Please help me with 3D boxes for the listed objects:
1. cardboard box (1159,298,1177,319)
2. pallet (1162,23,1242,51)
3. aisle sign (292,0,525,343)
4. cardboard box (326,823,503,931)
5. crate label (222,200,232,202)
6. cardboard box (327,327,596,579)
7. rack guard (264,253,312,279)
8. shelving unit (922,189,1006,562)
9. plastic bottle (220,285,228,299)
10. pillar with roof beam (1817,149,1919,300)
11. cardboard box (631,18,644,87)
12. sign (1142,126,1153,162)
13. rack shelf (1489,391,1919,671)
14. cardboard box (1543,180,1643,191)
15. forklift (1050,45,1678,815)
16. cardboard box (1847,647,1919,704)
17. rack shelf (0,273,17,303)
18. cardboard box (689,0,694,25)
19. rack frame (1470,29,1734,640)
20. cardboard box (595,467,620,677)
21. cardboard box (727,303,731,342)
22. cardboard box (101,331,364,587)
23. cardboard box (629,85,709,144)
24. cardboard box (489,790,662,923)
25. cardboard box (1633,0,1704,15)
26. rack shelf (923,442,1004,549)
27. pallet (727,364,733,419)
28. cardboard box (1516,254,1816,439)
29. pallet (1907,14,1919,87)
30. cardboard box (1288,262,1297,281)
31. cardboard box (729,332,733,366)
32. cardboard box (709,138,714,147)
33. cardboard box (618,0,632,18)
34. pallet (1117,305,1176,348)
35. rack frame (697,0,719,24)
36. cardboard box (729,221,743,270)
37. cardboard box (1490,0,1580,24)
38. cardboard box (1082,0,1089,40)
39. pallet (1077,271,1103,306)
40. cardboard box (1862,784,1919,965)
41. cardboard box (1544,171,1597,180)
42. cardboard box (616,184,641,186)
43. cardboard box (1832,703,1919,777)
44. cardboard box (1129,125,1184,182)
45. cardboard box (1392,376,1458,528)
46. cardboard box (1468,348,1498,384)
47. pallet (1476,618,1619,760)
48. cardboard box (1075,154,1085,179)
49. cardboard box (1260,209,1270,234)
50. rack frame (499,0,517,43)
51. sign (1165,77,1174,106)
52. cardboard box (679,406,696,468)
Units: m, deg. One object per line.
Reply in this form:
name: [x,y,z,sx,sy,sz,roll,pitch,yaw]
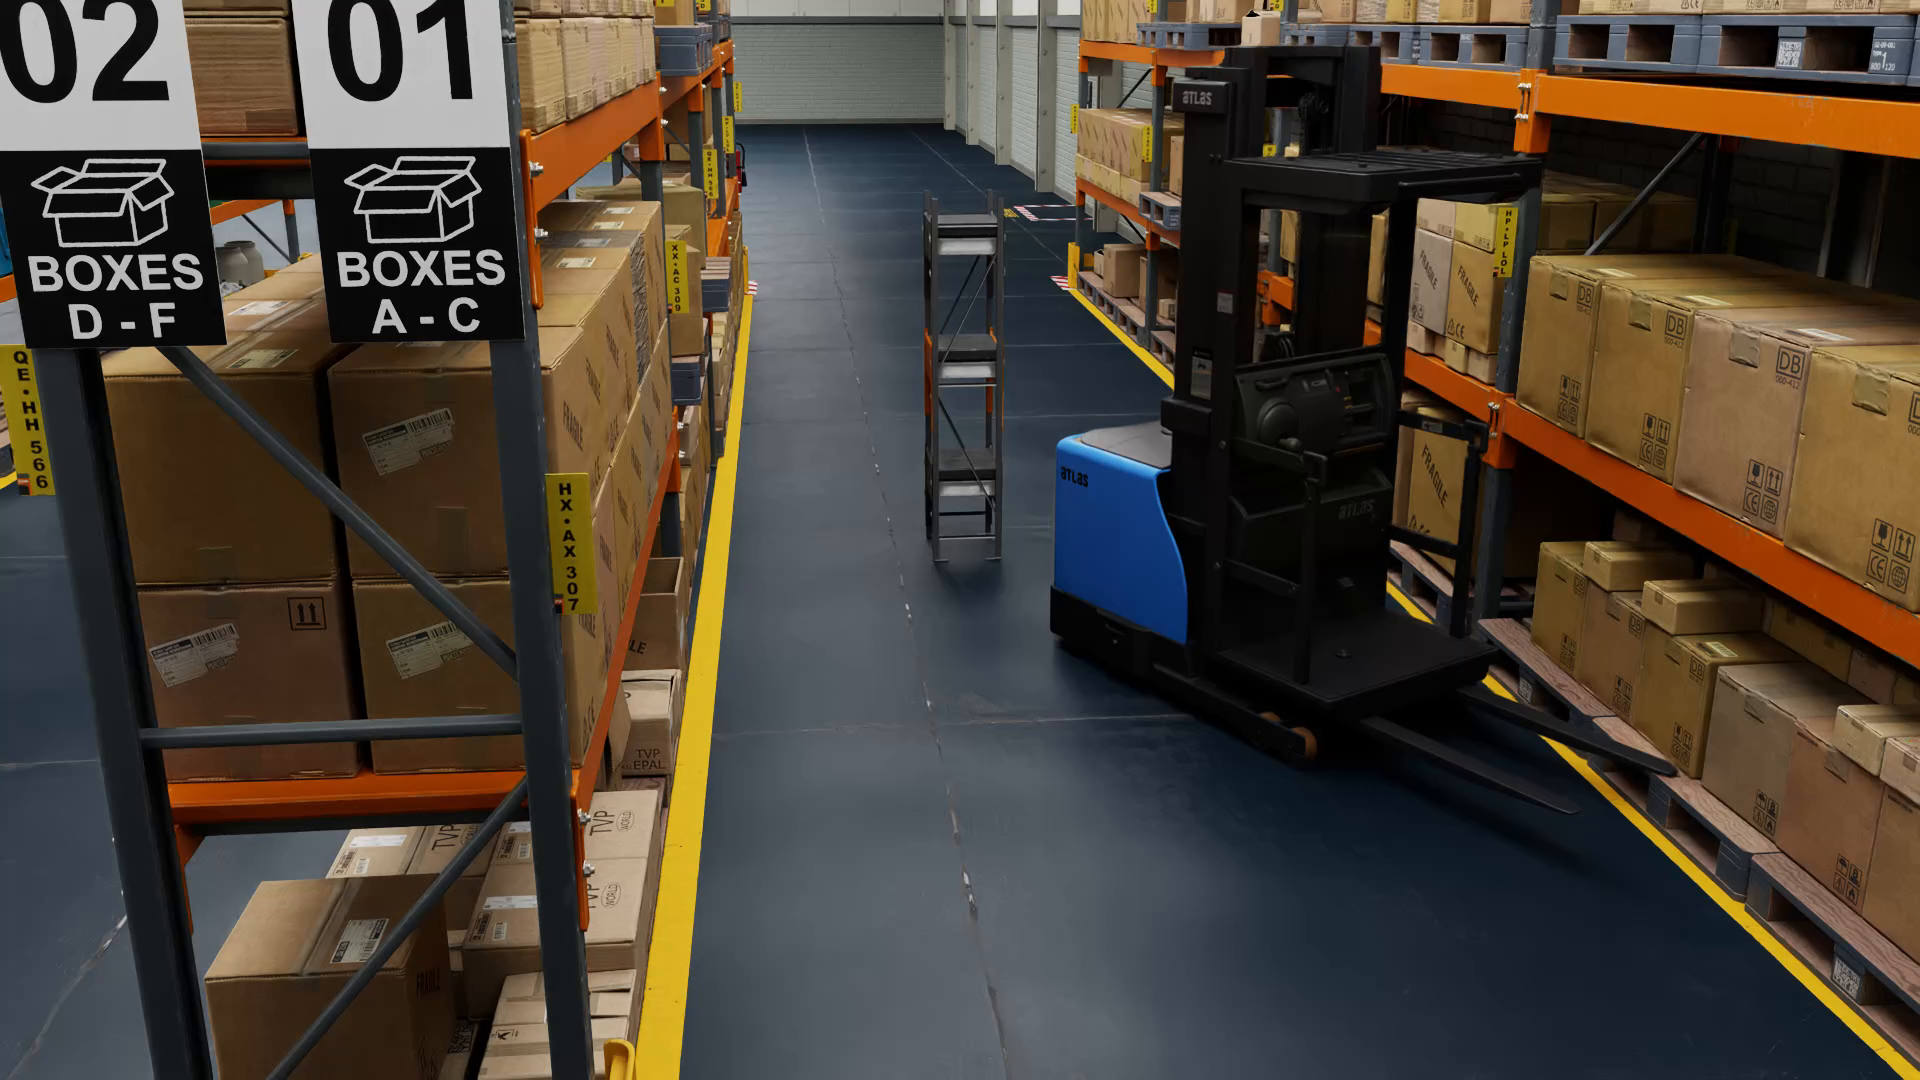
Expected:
cardboard box: [2.200,-2.306,16.509,0.380,0.166,0.250,-4,18,-13]
pallet: [2.352,-4.134,13.644,1.213,0.211,1.003,-2,18,-6]
aisle sign: [-1.105,-0.789,3.341,0.394,0.787,0.004,-2,18,-6]
cardboard box: [-1.774,1.104,5.509,0.500,0.250,0.500,-2,18,-6]
crate label: [-7.523,-3.652,16.741,0.502,0.435,0.616,-2,18,-6]
cardboard box: [-1.188,-0.225,4.049,0.500,0.500,0.500,-1,17,-4]
rack guard: [-7.927,-2.961,18.774,1.175,0.500,0.348,-2,18,-6]
shelving unit: [0.017,-0.952,9.705,0.431,2.100,0.503,-2,18,-6]
plastic bottle: [-7.303,-2.365,16.391,0.144,0.351,0.185,-2,18,-6]
pillar with roof beam: [-0.240,-3.453,6.152,9.100,9.000,0.400,-2,18,-6]
cardboard box: [-1.461,-1.825,6.225,0.500,0.250,0.500,-2,18,-6]
sign: [1.746,-3.683,15.455,0.100,0.325,0.005,-2,18,-6]
rack shelf: [3.316,0.034,6.263,1.077,0.370,4.000,-2,18,-6]
cardboard box: [3.261,-1.763,8.837,0.500,0.250,0.500,-2,17,-5]
forklift: [1.702,-0.597,7.184,1.130,2.935,3.031,-12,21,-32]
cardboard box: [3.457,0.493,5.987,0.380,0.149,0.250,-2,17,-5]
rack shelf: [-7.363,-2.044,12.880,1.077,0.370,4.000,-2,18,-6]
cardboard box: [-2.151,-3.293,10.484,0.910,0.500,0.500,-2,18,-6]
rack frame: [3.110,-0.906,8.054,1.000,3.000,0.127,-2,18,-6]
cardboard box: [-1.246,0.099,4.688,0.500,0.500,0.500,-2,18,-6]
cardboard box: [-2.206,-1.876,14.097,0.500,0.311,0.500,-2,18,-6]
cardboard box: [-1.724,-0.209,3.997,0.500,0.500,0.500,-2,18,-6]
cardboard box: [-2.694,-3.934,15.366,0.700,0.500,0.500,-2,18,-5]
cardboard box: [-1.282,1.074,5.606,0.500,0.250,0.500,-2,18,-6]
cardboard box: [2.957,-2.147,6.382,0.500,0.250,0.500,-2,18,-7]
rack shelf: [0.017,-0.272,9.919,0.431,0.518,0.480,-2,18,-6]
pallet: [-2.398,-1.222,13.717,1.003,0.211,1.213,-2,18,-6]
cardboard box: [3.150,-0.887,7.492,0.980,0.700,0.700,-2,17,-5]
pallet: [3.435,-1.323,4.525,1.003,0.211,1.213,-2,18,-6]
cardboard box: [2.501,-1.882,11.549,0.380,0.149,0.250,-2,18,-6]
cardboard box: [-2.207,-1.606,14.173,0.500,0.250,0.500,-1,17,-4]
cardboard box: [-2.532,-3.730,15.800,0.380,0.149,0.250,-2,18,-7]
cardboard box: [-1.399,-1.915,5.677,0.500,0.250,0.500,-2,18,-6]
pallet: [2.180,-2.158,16.697,1.003,0.211,1.213,-2,18,-6]
rack frame: [-2.642,-5.997,14.256,1.000,3.000,0.127,-2,18,-6]
cardboard box: [-2.586,-3.125,17.760,0.500,0.500,0.500,-2,18,-6]
cardboard box: [3.128,-2.860,8.369,0.700,0.500,0.500,-3,18,-9]
cardboard box: [1.658,-5.862,18.632,0.500,0.500,0.500,-1,17,-4]
pallet: [1.929,-2.885,19.013,1.003,0.211,1.213,-2,18,-6]
cardboard box: [3.351,1.073,5.224,0.700,0.500,0.500,-2,18,-6]
cardboard box: [3.204,-1.912,9.312,0.500,0.250,0.500,-2,18,-7]
cardboard box: [-2.419,-2.490,12.934,0.500,0.500,0.500,-3,18,-9]
cardboard box: [3.129,0.655,5.473,0.380,0.149,0.250,-1,17,-4]
cardboard box: [1.928,-3.716,15.971,0.500,0.500,0.500,-2,18,-6]
cardboard box: [2.819,-0.535,9.760,0.750,0.750,0.750,-1,17,-4]
cardboard box: [2.793,-0.887,8.381,0.380,0.149,0.250,-2,18,-5]
pallet: [3.110,0.654,7.742,1.003,0.211,1.213,-2,18,-6]
cardboard box: [1.607,-4.264,18.967,0.500,0.250,0.500,-2,18,-7]
cardboard box: [2.639,-2.495,12.214,0.700,0.500,0.500,-4,18,-12]
rack frame: [-1.404,-2.422,2.868,1.000,3.000,0.127,-2,18,-6]
sign: [2.426,-5.195,19.256,0.100,0.325,0.005,-2,18,-6]
cardboard box: [-1.728,-0.576,9.191,0.500,0.250,0.500,-2,18,-6]
